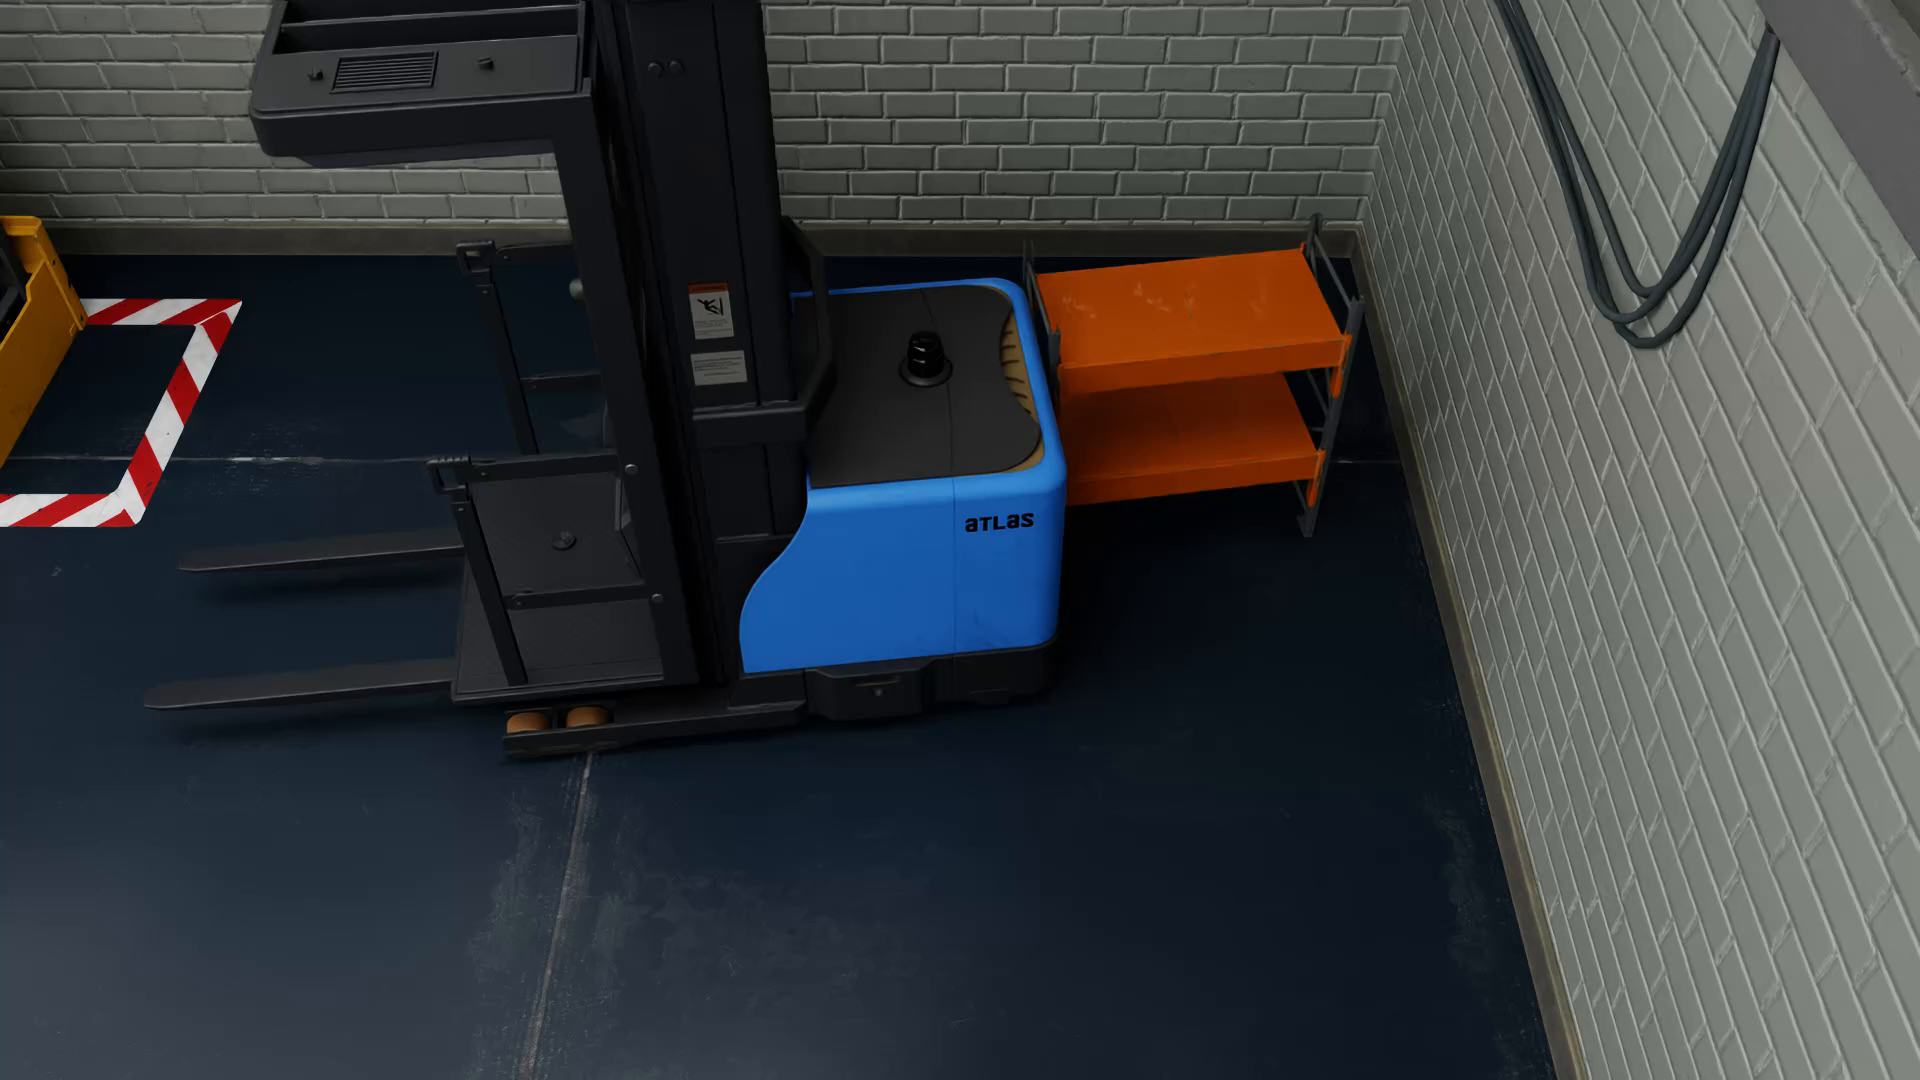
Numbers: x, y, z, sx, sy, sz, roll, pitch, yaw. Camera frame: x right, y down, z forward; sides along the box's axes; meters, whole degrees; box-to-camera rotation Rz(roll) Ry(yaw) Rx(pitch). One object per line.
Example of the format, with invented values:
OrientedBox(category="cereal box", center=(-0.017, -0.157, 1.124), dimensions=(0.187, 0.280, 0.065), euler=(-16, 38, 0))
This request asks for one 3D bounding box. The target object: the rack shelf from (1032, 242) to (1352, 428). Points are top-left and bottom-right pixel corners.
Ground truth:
OrientedBox(category="rack shelf", center=(0.771, -0.715, 5.747), dimensions=(1.000, 0.278, 0.538), euler=(-7, 47, -6))

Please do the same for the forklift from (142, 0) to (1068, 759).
OrientedBox(category="forklift", center=(-1.216, -0.682, 4.882), dimensions=(3.031, 2.935, 1.130), euler=(-5, 47, -5))

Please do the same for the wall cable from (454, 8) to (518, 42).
OrientedBox(category="wall cable", center=(-2.651, -2.614, 5.940), dimensions=(1.851, 1.984, 0.084), euler=(0, 47, 0))

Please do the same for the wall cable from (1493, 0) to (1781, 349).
OrientedBox(category="wall cable", center=(1.720, -2.288, 4.353), dimensions=(0.112, 2.526, 3.097), euler=(0, 47, 0))

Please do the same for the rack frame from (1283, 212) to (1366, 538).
OrientedBox(category="rack frame", center=(1.273, -0.574, 6.015), dimensions=(0.032, 1.125, 0.500), euler=(-7, 47, -6))

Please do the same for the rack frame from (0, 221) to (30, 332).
OrientedBox(category="rack frame", center=(-3.935, -1.579, 5.670), dimensions=(0.127, 3.000, 1.000), euler=(0, 47, 0))

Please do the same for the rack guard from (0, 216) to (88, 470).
OrientedBox(category="rack guard", center=(-3.911, -0.727, 6.585), dimensions=(0.348, 0.500, 1.175), euler=(0, 47, 0))

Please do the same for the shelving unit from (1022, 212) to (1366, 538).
OrientedBox(category="shelving unit", center=(0.771, -0.516, 5.962), dimensions=(1.048, 1.125, 0.538), euler=(-7, 47, -6))

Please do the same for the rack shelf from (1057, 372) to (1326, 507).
OrientedBox(category="rack shelf", center=(0.771, -0.349, 6.141), dimensions=(1.000, 0.278, 0.538), euler=(-7, 47, -6))

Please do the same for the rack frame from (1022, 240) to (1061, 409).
OrientedBox(category="rack frame", center=(0.269, -0.458, 5.908), dimensions=(0.032, 1.125, 0.500), euler=(-7, 47, -6))

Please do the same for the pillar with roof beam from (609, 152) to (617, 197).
OrientedBox(category="pillar with roof beam", center=(-1.248, -1.097, 1.124), dimensions=(0.400, 9.000, 9.100), euler=(0, 47, 0))
